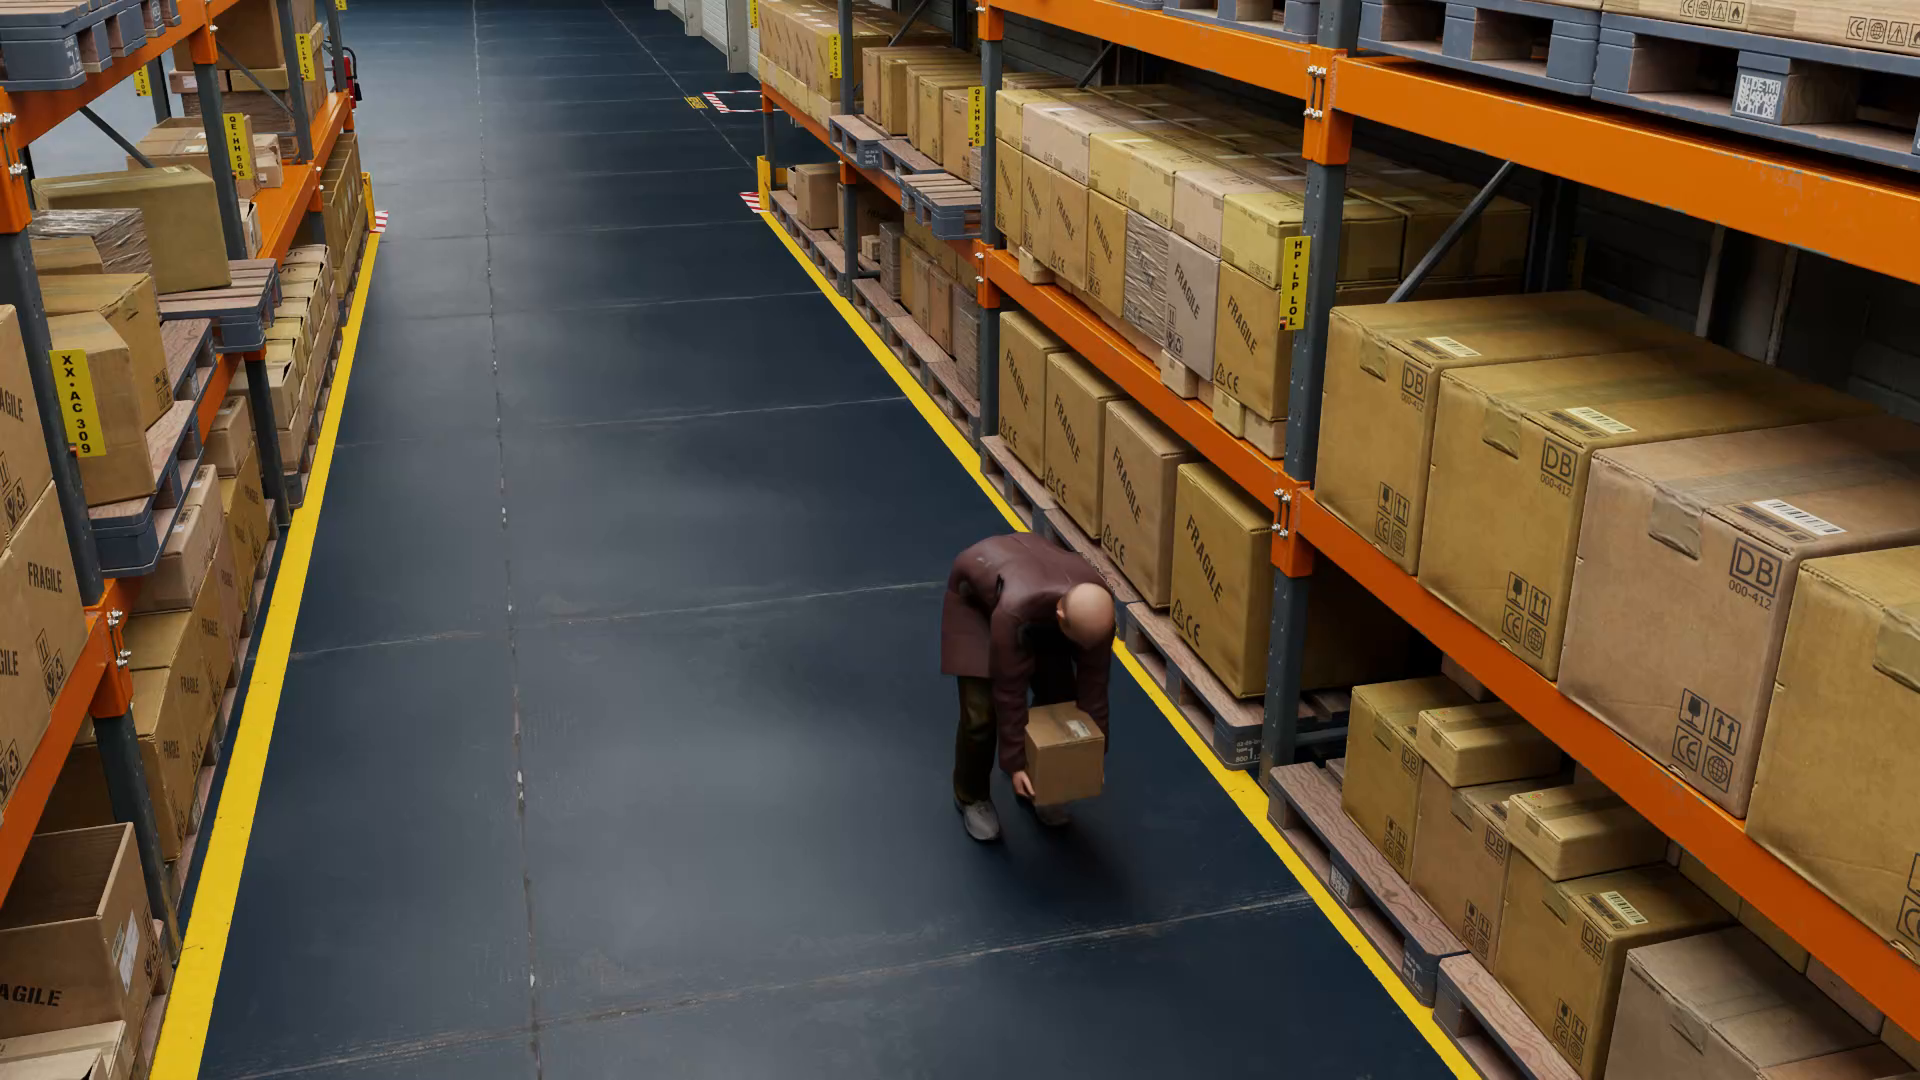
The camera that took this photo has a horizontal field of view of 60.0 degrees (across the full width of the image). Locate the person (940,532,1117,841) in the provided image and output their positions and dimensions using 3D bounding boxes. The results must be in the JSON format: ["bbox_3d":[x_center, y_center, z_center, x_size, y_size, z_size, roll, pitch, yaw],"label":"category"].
[{"bbox_3d":[0.269,0.585,5.983,0.563,1.184,0.939,-9,24,-21],"label":"person"}]
